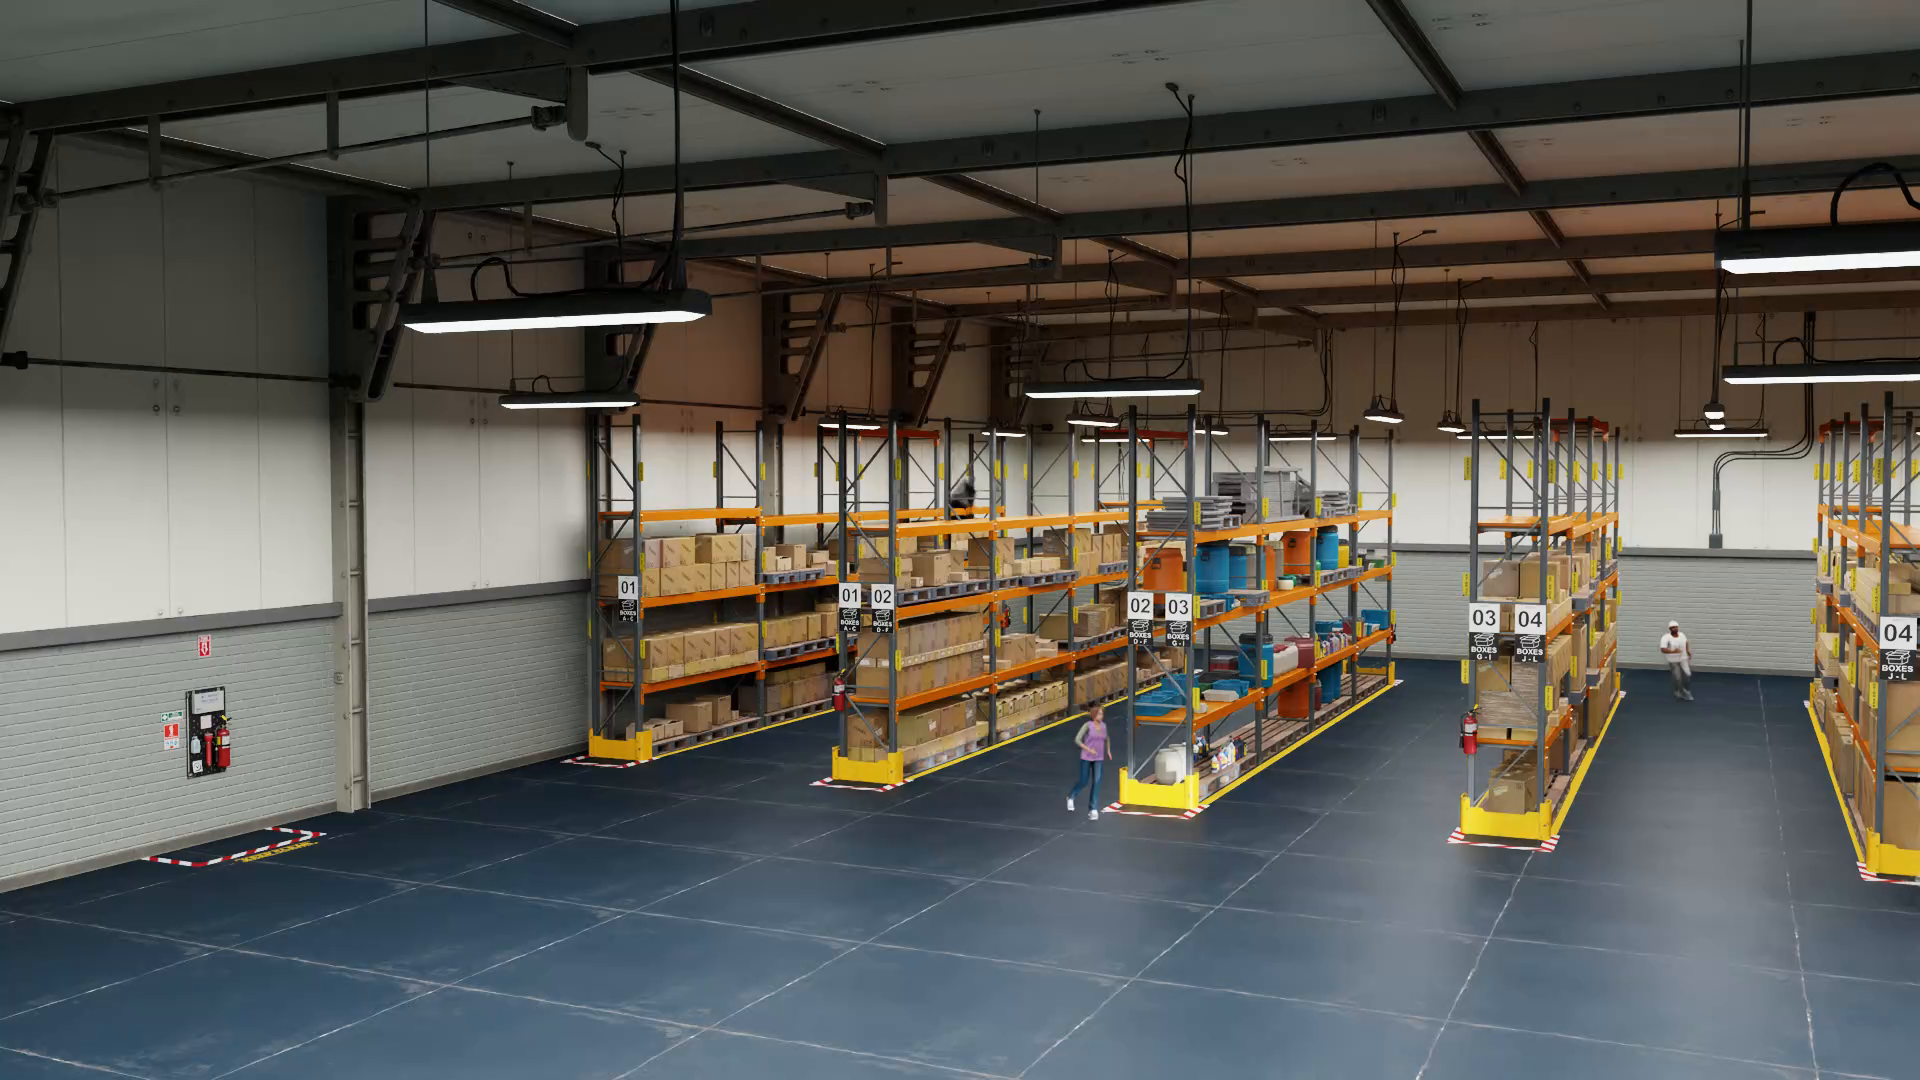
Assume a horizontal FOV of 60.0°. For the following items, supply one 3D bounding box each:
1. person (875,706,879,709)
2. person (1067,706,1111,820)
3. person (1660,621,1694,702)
[{"bbox_3d":[-1.518,2.875,31.634,0.587,1.688,0.895,1,2,20],"label":"person"},{"bbox_3d":[1.950,3.208,24.193,0.605,1.579,0.809,-1,3,-22],"label":"person"},{"bbox_3d":[15.646,2.633,36.353,0.702,1.744,0.679,0,2,2],"label":"person"}]
